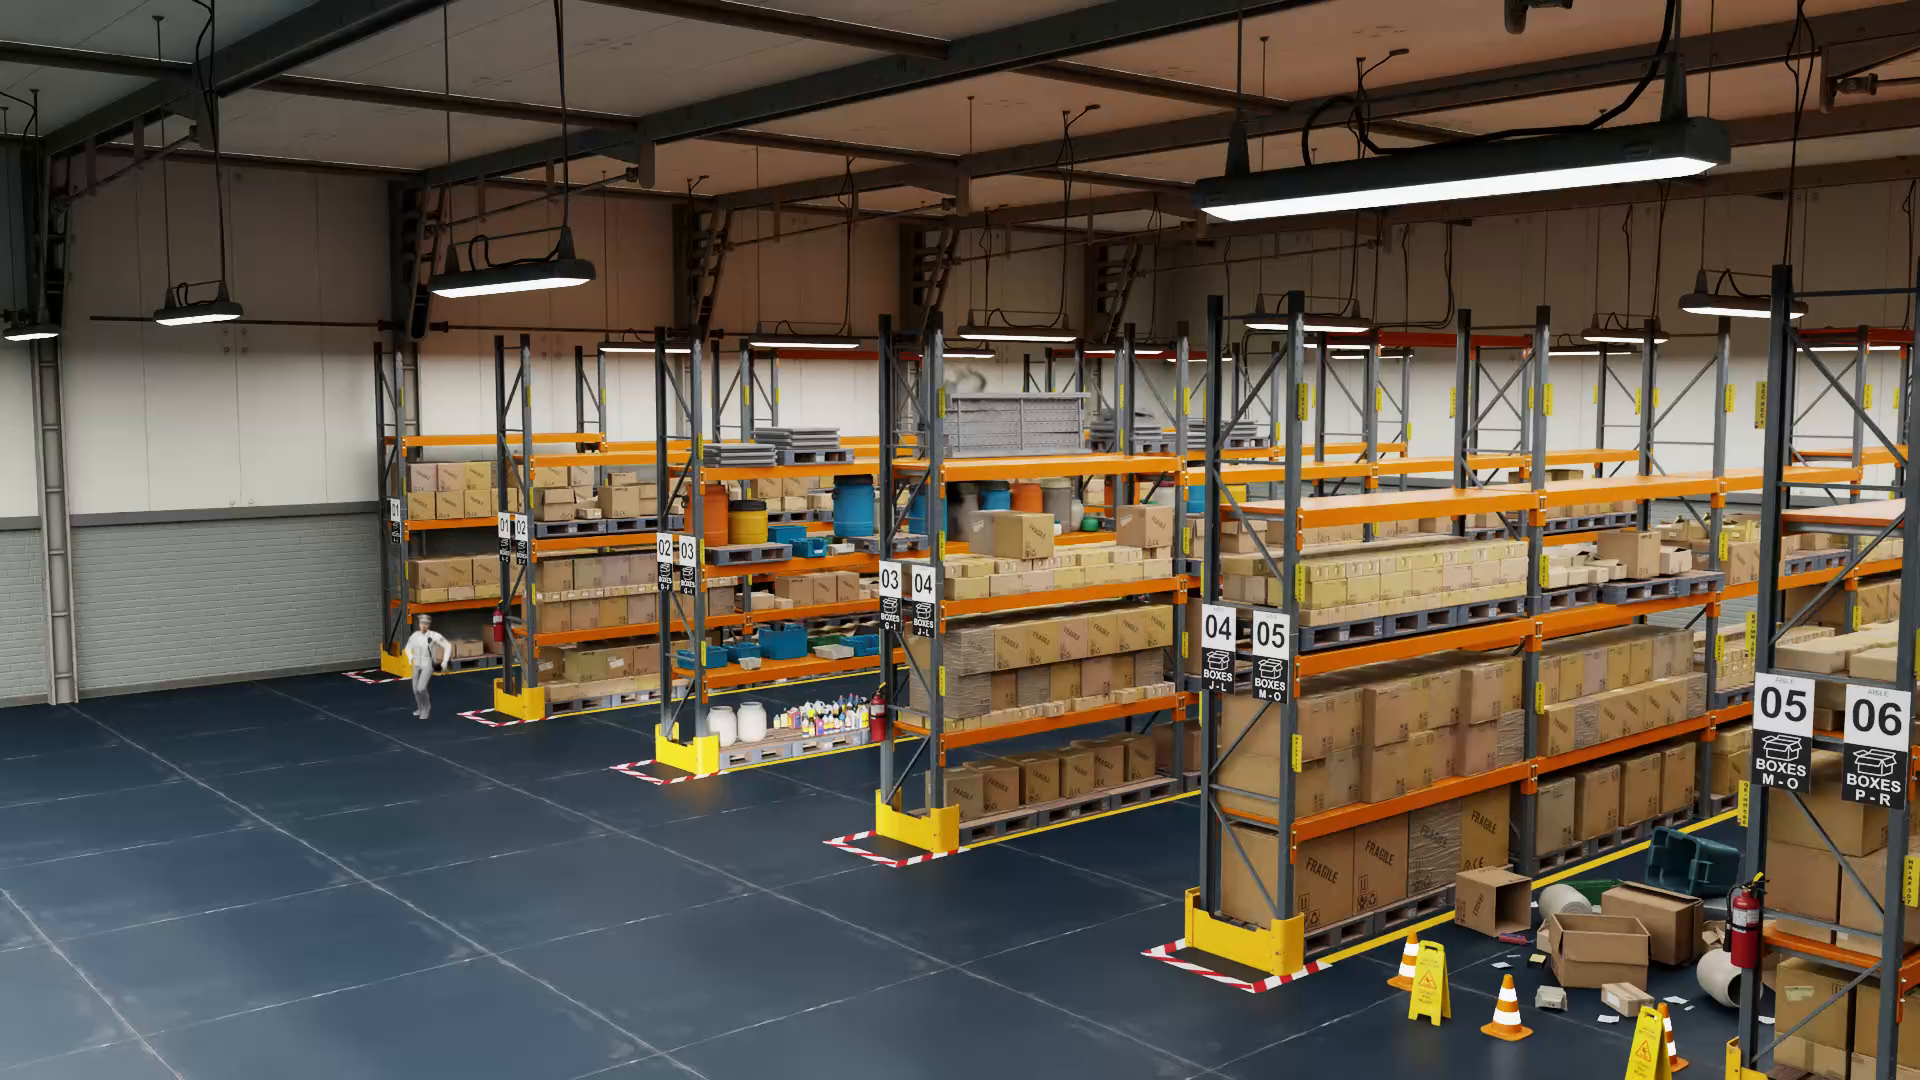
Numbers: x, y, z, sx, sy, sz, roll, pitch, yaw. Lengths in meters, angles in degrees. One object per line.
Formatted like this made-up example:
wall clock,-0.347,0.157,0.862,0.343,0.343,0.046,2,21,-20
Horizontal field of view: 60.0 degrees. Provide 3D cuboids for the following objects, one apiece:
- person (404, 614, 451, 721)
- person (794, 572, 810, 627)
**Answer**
person,-8.327,1.985,25.931,0.667,1.685,0.628,1,5,7
person,-3.065,1.438,31.943,0.506,1.626,0.556,-4,7,-39
